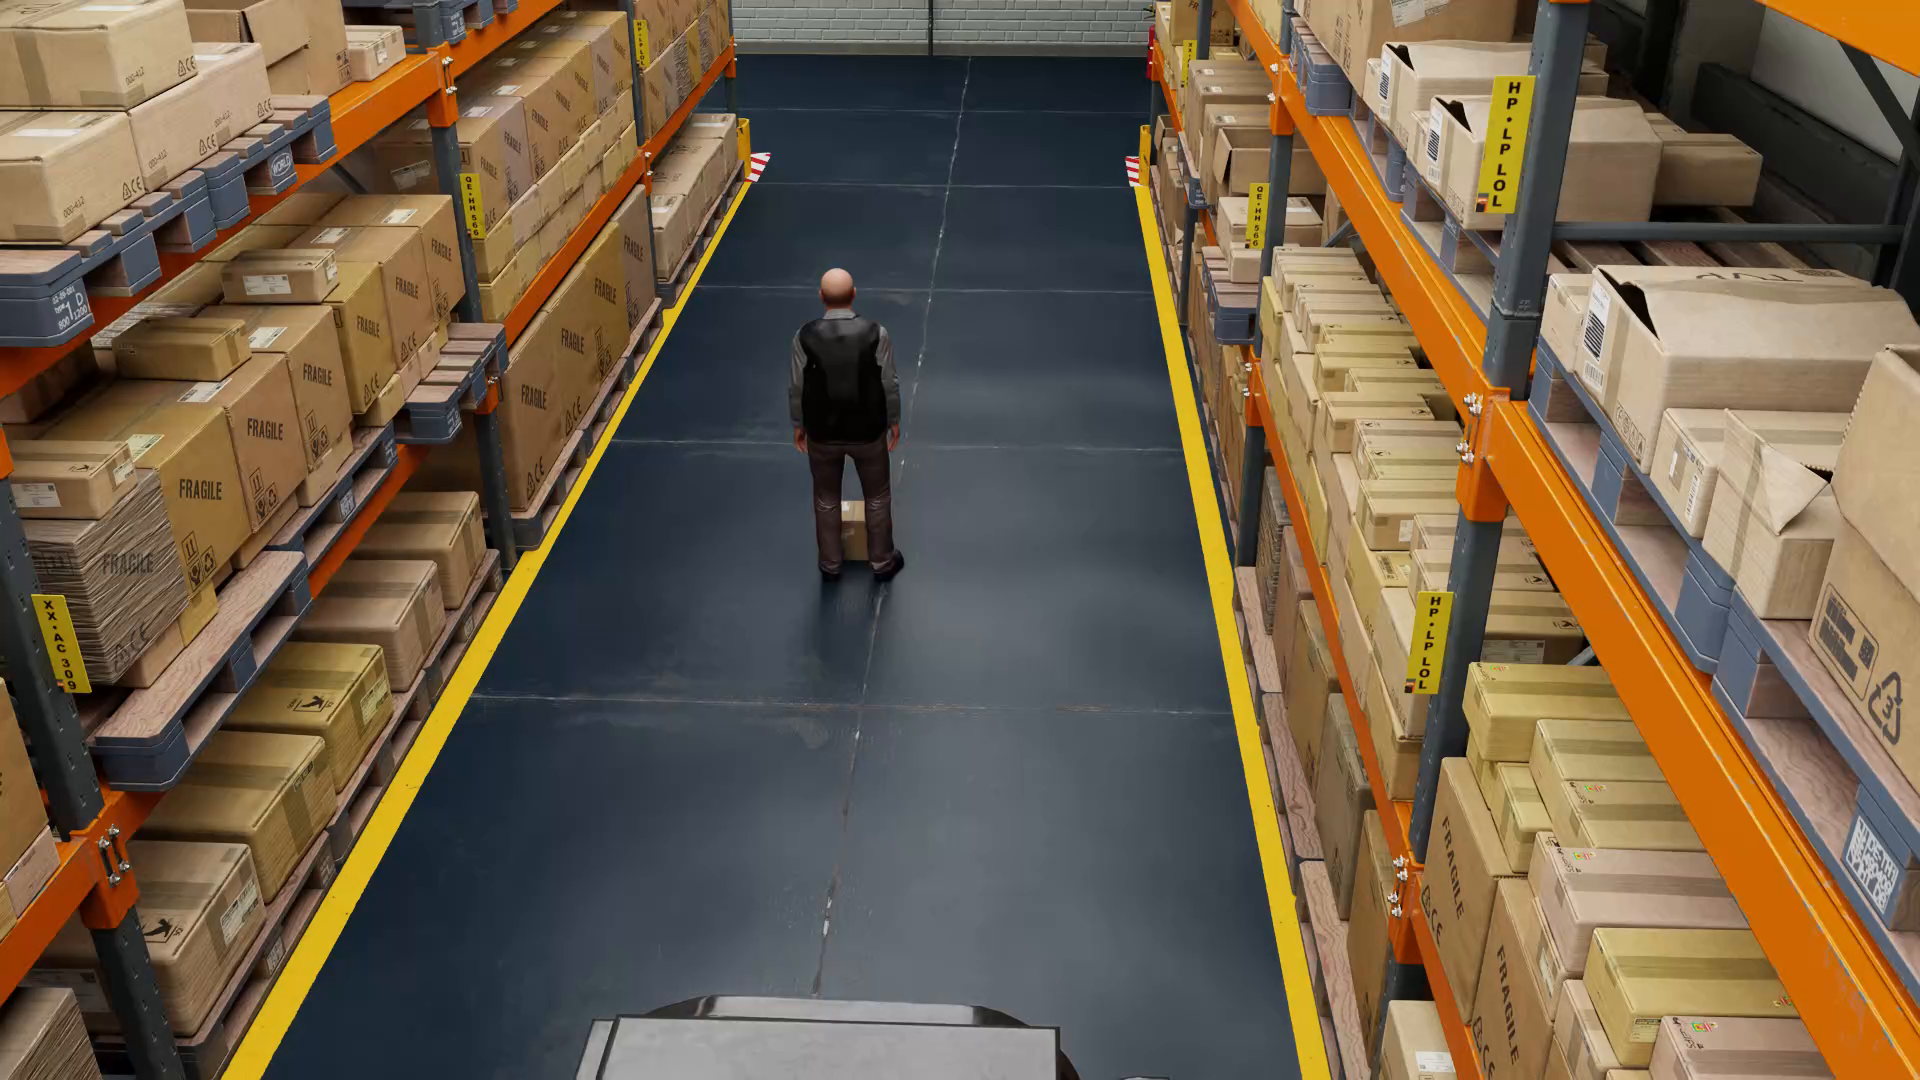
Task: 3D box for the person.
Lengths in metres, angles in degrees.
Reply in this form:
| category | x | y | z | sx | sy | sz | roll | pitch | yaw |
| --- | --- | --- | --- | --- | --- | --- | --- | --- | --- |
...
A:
| category | x | y | z | sx | sy | sz | roll | pitch | yaw |
| --- | --- | --- | --- | --- | --- | --- | --- | --- | --- |
| person | -0.598 | -0.571 | 8.732 | 0.584 | 1.719 | 0.426 | -1 | 28 | -1 |
